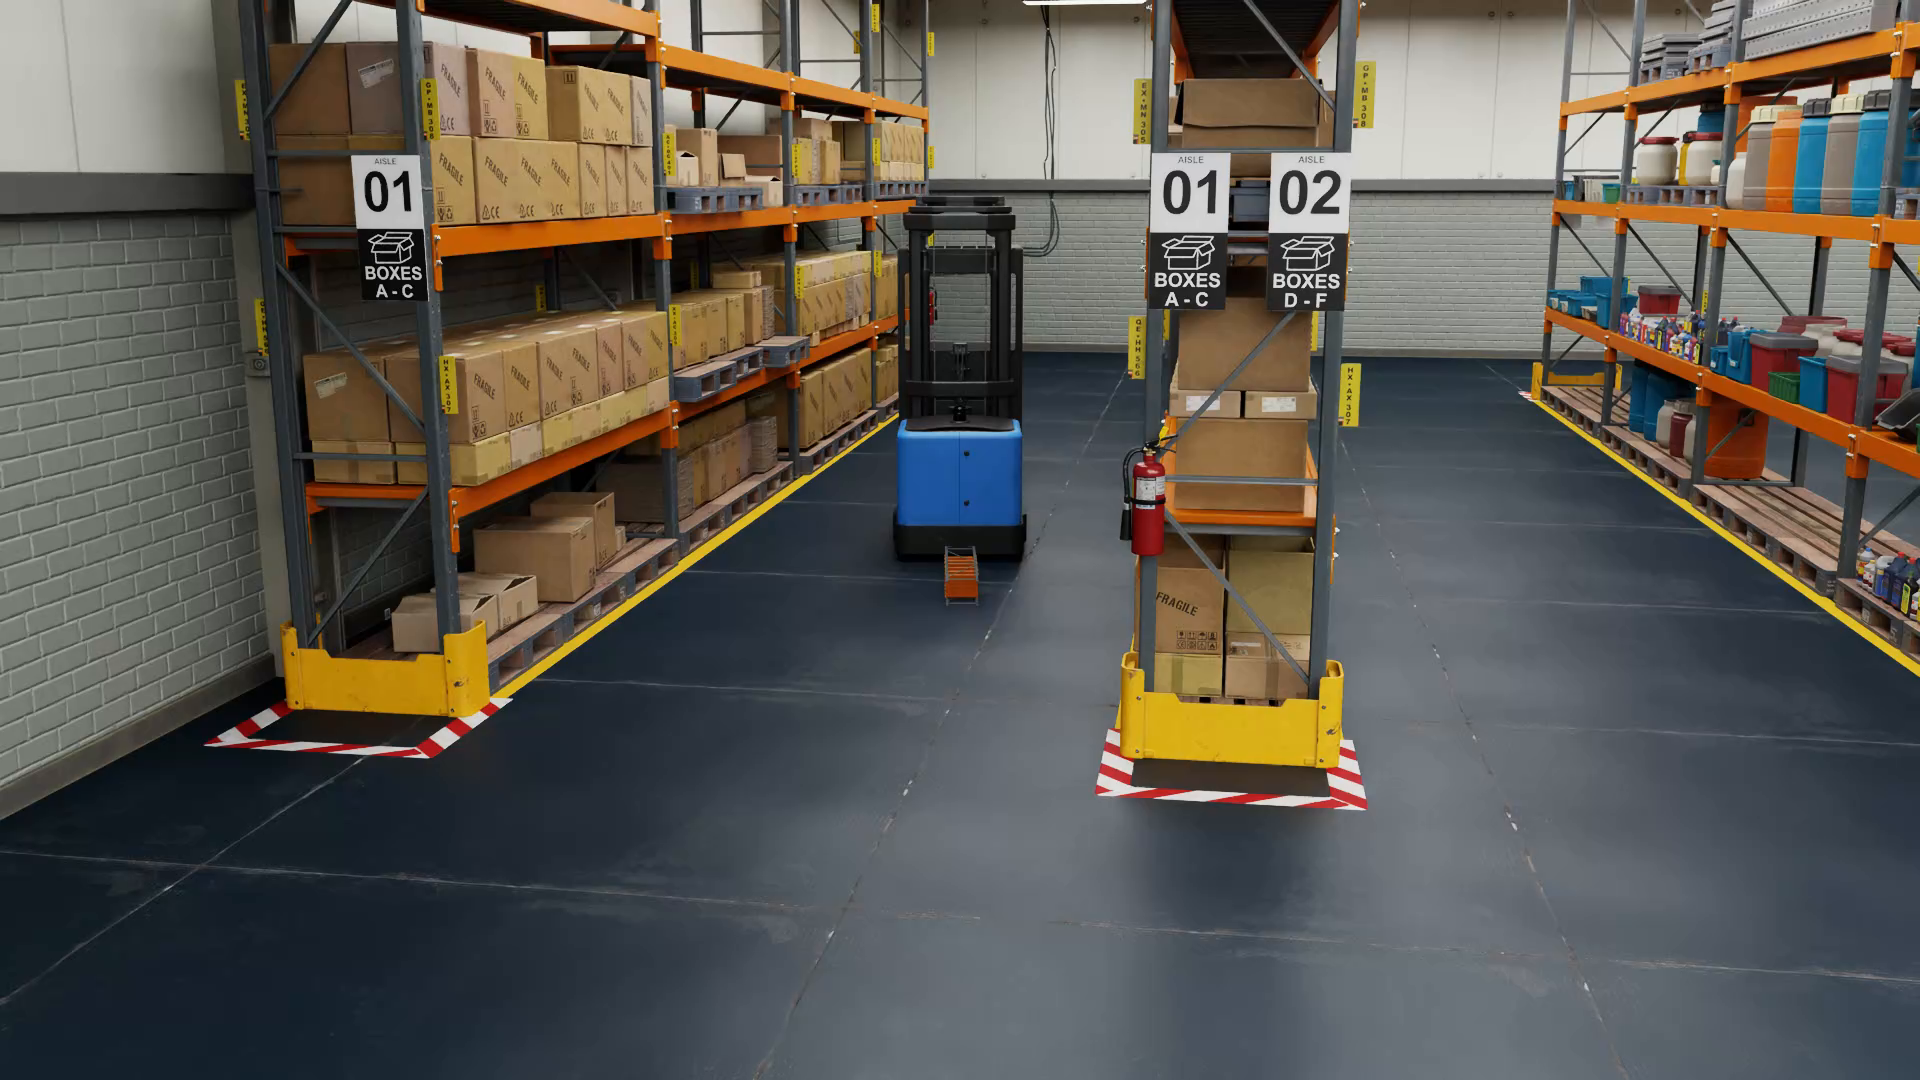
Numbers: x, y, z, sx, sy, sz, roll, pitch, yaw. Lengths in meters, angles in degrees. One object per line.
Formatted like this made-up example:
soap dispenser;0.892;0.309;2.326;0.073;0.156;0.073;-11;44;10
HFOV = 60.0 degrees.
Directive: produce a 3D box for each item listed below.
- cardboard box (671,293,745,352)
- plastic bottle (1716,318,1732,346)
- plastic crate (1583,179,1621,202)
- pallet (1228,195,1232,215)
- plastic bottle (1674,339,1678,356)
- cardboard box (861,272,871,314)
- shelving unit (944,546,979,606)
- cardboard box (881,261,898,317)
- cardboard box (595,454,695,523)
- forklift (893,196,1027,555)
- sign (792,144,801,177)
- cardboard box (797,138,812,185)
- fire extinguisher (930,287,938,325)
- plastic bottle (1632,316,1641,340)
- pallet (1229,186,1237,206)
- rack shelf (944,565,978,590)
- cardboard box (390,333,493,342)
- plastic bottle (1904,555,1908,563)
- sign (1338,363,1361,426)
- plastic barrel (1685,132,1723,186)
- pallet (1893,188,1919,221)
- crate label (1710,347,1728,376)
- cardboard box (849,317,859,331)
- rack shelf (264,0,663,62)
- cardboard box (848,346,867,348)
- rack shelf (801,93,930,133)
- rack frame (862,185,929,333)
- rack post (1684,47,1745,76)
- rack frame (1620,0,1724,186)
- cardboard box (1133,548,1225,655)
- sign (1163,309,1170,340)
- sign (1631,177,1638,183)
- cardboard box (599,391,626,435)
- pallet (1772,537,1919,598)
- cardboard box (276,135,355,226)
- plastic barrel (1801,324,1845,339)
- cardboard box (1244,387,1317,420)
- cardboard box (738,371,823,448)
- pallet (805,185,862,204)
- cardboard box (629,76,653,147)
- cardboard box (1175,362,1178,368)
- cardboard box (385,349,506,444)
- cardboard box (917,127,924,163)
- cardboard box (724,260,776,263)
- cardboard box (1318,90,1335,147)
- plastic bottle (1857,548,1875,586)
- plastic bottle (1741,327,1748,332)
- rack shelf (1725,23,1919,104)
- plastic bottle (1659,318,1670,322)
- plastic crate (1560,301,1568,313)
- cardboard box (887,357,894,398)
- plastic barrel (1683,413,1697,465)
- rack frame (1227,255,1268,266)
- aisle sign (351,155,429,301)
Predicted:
cardboard box;-2.425;-2.040;15.556;0.700;0.500;0.500;2;12;9
plastic bottle;8.053;-2.167;17.546;0.144;0.351;0.185;2;12;9
plastic crate;8.181;-4.435;21.115;0.437;0.282;0.530;2;12;9
pallet;2.210;-2.698;13.228;0.805;0.209;1.217;1;12;6
plastic bottle;7.383;-1.987;17.063;0.097;0.201;0.097;0;12;0
cardboard box;-1.400;-3.066;20.611;0.500;0.500;0.500;2;12;8
shelving unit;0.008;0.269;12.784;0.258;0.189;1.200;0;12;-1
cardboard box;-1.361;-3.377;22.333;0.980;0.700;0.700;2;12;7
cardboard box;-2.712;-0.448;14.342;0.700;0.500;0.500;2;12;11
forklift;0.003;-1.564;14.795;1.130;2.935;3.031;0;12;0
sign;-1.657;-3.835;16.821;0.100;0.325;0.005;2;12;9
cardboard box;-2.048;-4.194;18.432;0.700;0.500;0.500;3;12;12
fire extinguisher;-0.484;-3.596;25.126;0.296;0.674;0.183;2;12;9
plastic bottle;7.662;-2.399;18.812;0.097;0.271;0.097;0;12;0
pallet;1.981;-2.386;11.536;1.003;0.211;1.213;2;12;9
rack shelf;0.010;0.285;12.710;0.258;0.180;0.103;0;12;-1
cardboard box;-3.399;-1.089;10.955;0.500;0.500;0.500;2;12;7
plastic bottle;6.581;0.256;11.588;0.061;0.283;0.133;2;12;9
sign;2.019;-0.752;8.618;0.100;0.325;0.005;2;12;9
plastic barrel;7.720;-3.925;17.146;0.433;0.535;0.433;0;12;0
pallet;6.966;-2.201;10.914;1.213;0.211;1.003;2;12;9
crate label;7.161;-1.656;15.453;0.303;0.233;0.416;2;12;9
cardboard box;-1.433;-2.611;20.039;0.380;0.149;0.250;2;12;9
rack shelf;-3.116;-3.464;10.924;1.077;0.370;4.000;2;12;9
cardboard box;-1.461;-2.560;22.650;0.380;0.149;0.250;1;12;7
rack shelf;-1.270;-5.768;22.557;1.077;0.370;4.000;2;12;9
rack frame;-0.963;-3.799;25.003;1.000;3.000;0.127;2;12;9
rack post;8.026;-4.908;17.096;0.937;0.300;0.954;3;13;15
rack frame;8.211;-5.578;19.017;1.000;3.000;0.127;2;12;9
cardboard box;1.260;0.342;9.536;0.500;0.500;0.500;2;12;9
sign;1.549;-1.684;12.629;0.100;0.325;0.005;2;12;9
sign;9.372;-4.879;23.141;0.100;0.325;0.005;2;12;9
cardboard box;-2.729;-0.921;11.954;0.500;0.250;0.500;2;12;8
pallet;7.063;0.218;12.980;1.003;0.211;1.213;2;12;9
cardboard box;-3.609;-2.089;9.660;0.500;0.500;0.500;3;12;13
plastic barrel;7.649;-1.647;14.748;0.421;0.512;0.421;0;12;0
cardboard box;1.745;-0.750;9.074;0.380;0.149;0.250;2;12;8
cardboard box;-1.950;-1.437;18.148;0.750;0.750;0.750;2;12;8
pallet;-1.670;-4.147;19.950;0.805;0.209;1.217;1;12;6
cardboard box;-2.617;-3.202;12.453;0.500;0.500;0.500;1;12;4
cardboard box;1.540;-1.030;10.376;0.380;0.149;0.250;2;12;10
cardboard box;-3.053;-0.861;9.898;0.500;0.500;0.500;2;12;9
cardboard box;-0.806;-5.652;23.821;0.500;0.500;0.500;2;12;8
cardboard box;-2.296;-2.915;18.129;0.500;0.250;0.500;1;12;7
cardboard box;1.997;-2.435;9.984;0.500;0.500;0.500;2;12;9
plastic bottle;6.499;0.191;11.921;0.097;0.271;0.097;0;12;0
plastic bottle;8.205;-2.093;17.392;0.097;0.271;0.097;0;12;0
rack shelf;7.288;-3.782;13.340;1.077;0.370;4.000;2;12;9
plastic bottle;7.772;-2.303;18.355;0.152;0.276;0.135;2;12;9
plastic crate;8.228;-3.133;22.393;0.250;0.136;0.298;2;12;9
cardboard box;-1.281;-2.207;22.550;0.700;0.500;0.500;2;12;8
plastic barrel;7.653;-1.025;17.038;0.421;0.512;0.421;0;12;0
rack frame;3.317;-2.807;20.398;1.000;3.000;0.127;2;12;9
aisle sign;-3.138;-1.715;9.159;0.394;0.787;0.004;2;12;9
